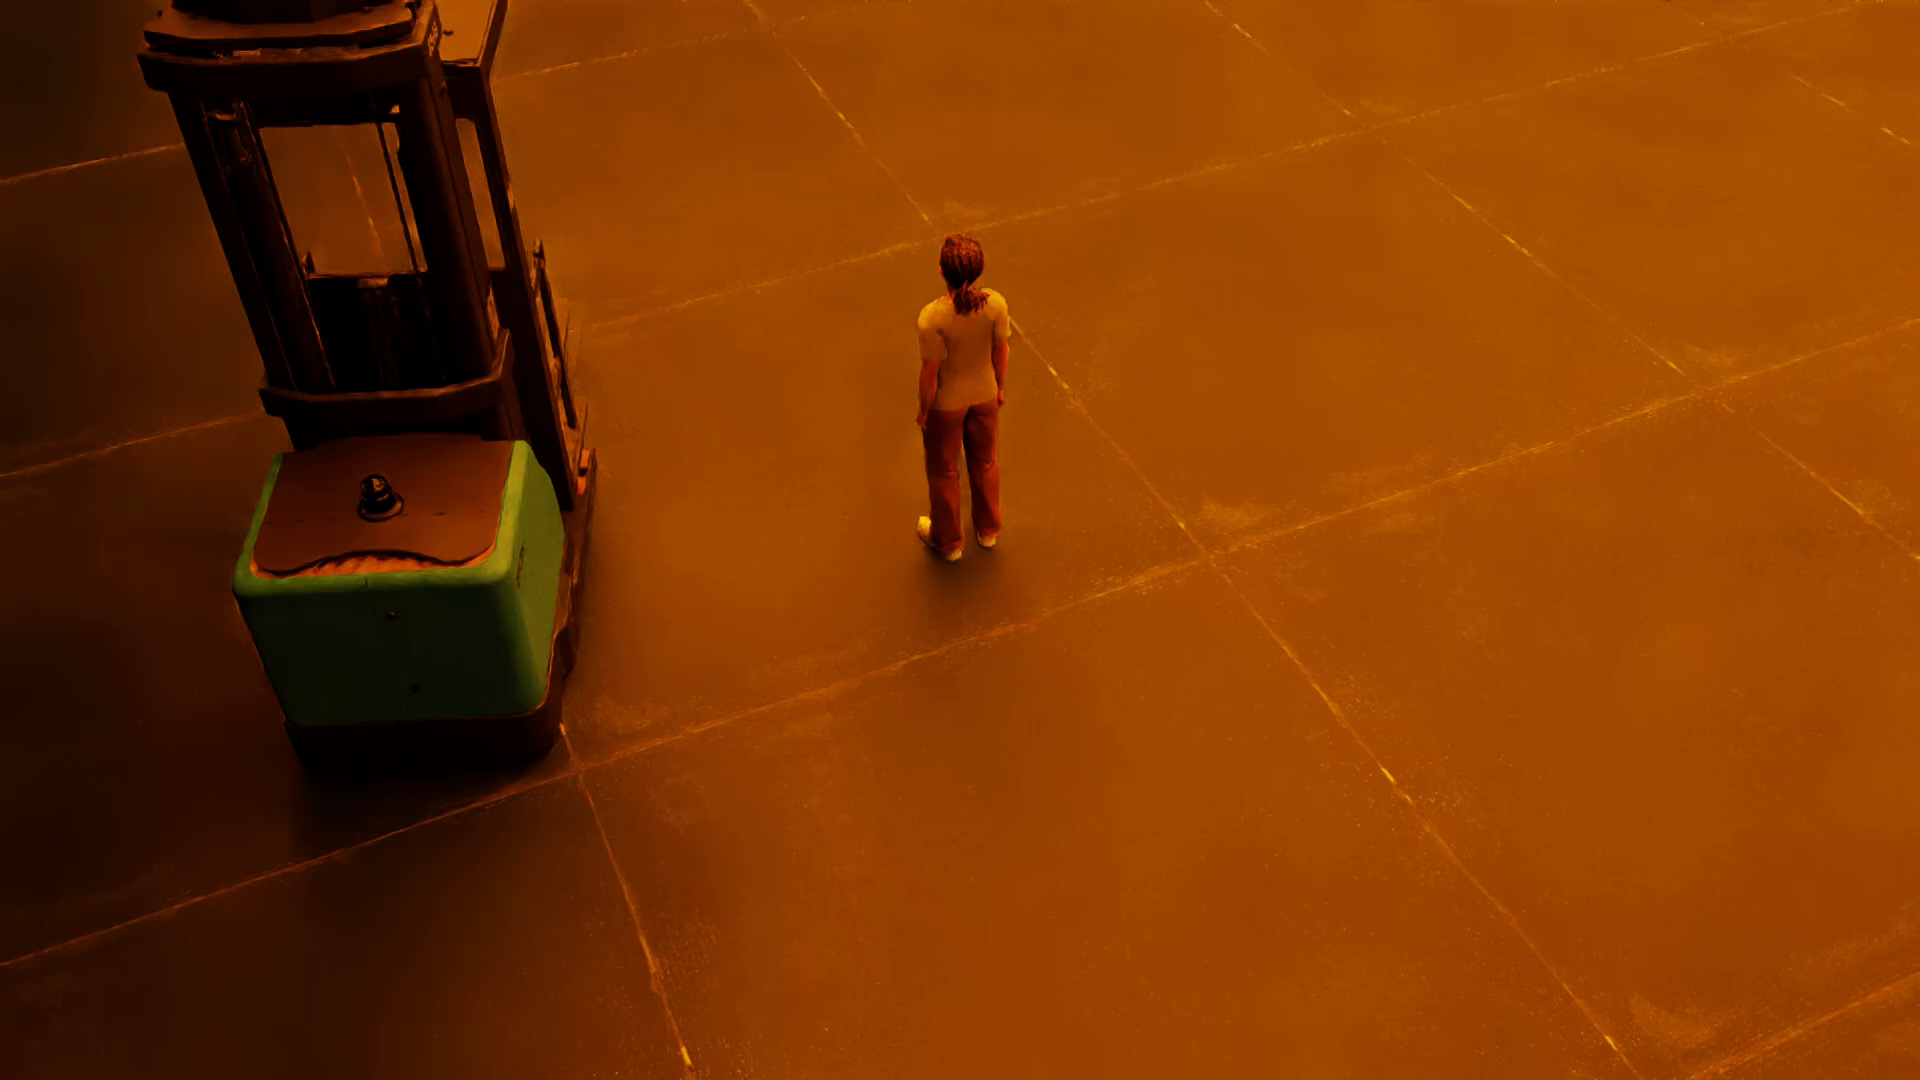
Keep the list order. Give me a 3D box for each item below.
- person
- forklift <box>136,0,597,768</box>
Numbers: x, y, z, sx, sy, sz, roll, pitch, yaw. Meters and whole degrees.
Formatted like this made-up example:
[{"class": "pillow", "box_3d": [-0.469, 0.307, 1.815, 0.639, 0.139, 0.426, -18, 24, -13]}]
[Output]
[{"class": "person", "box_3d": [-0.006, -0.616, 7.263, 0.429, 1.673, 0.365, -18, 46, -18]}, {"class": "forklift", "box_3d": [-2.305, -1.149, 6.912, 1.130, 2.935, 3.031, -3, 43, -4]}]
